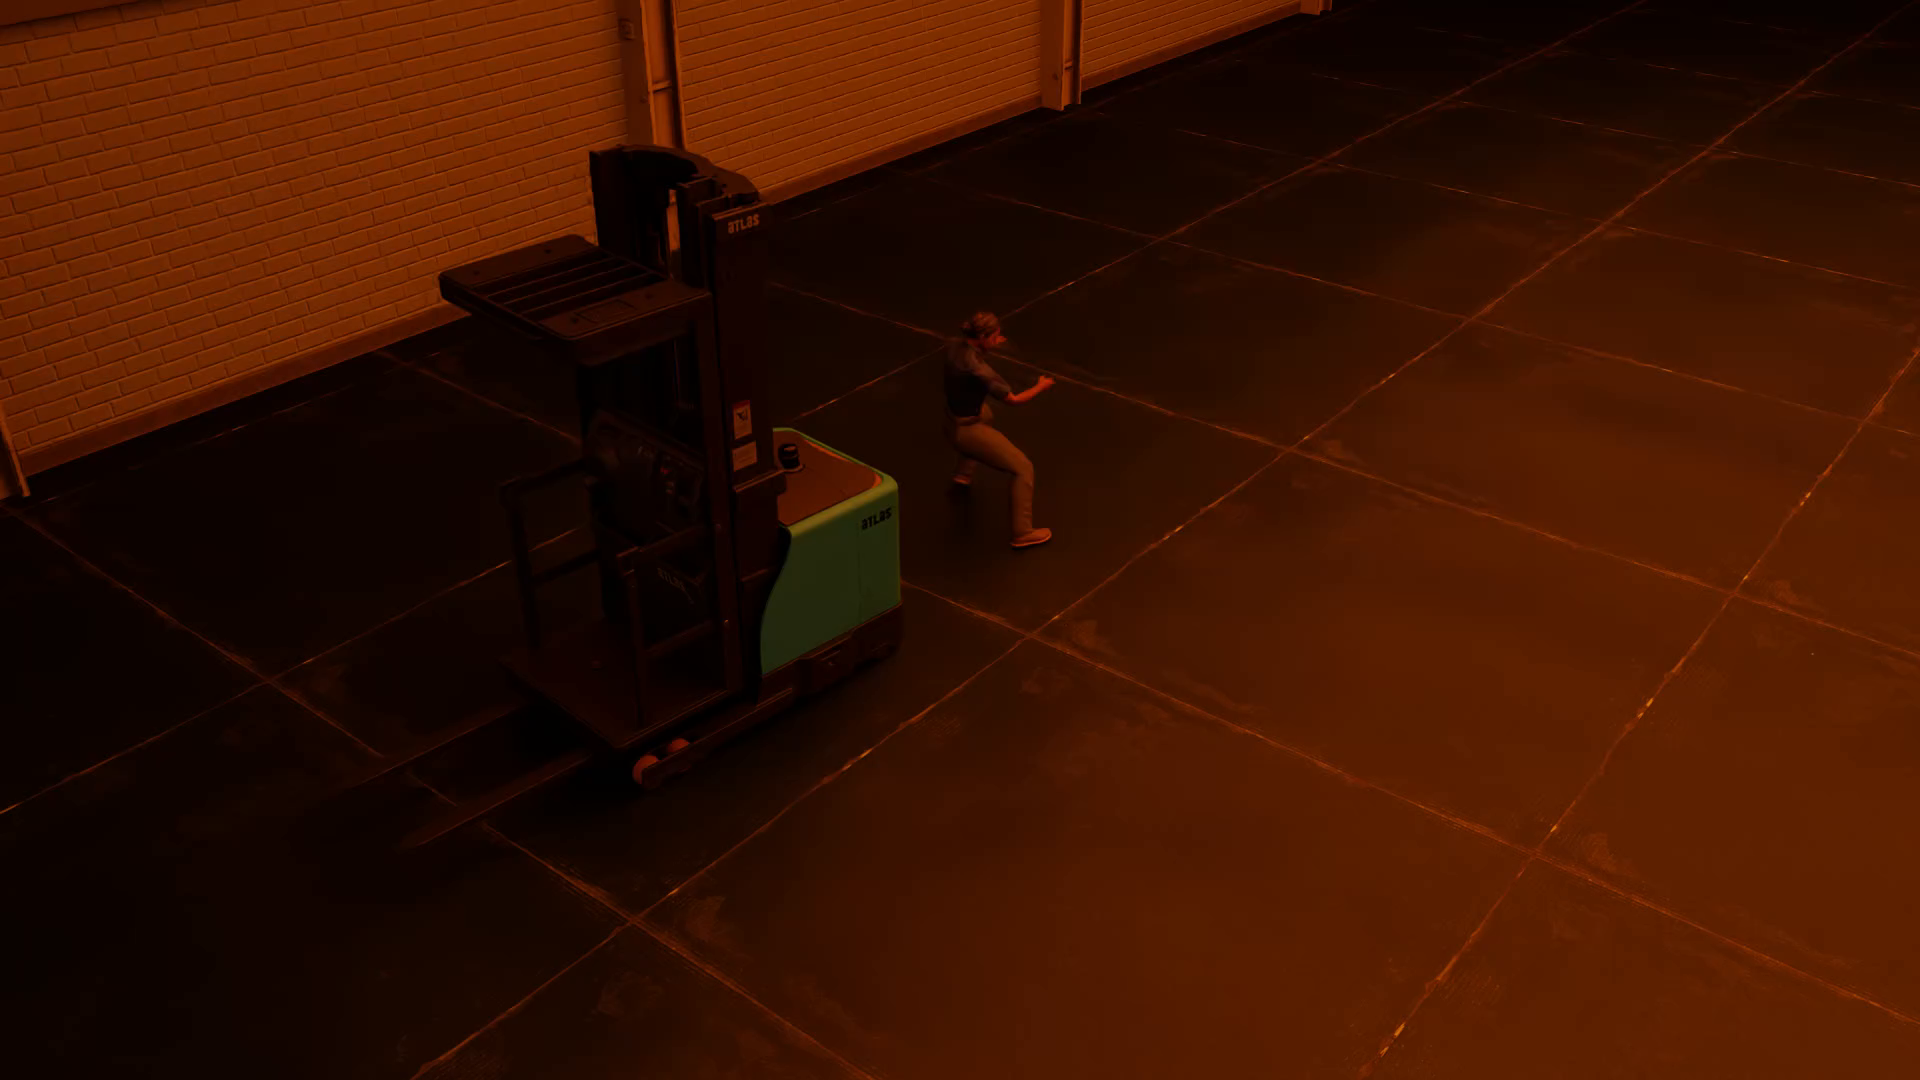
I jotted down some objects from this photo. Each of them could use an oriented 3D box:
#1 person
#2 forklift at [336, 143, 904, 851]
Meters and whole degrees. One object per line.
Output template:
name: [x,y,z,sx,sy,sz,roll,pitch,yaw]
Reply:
person: [0.225,-0.787,10.441,0.682,1.420,0.994,-10,32,-17]
forklift: [-1.713,-0.309,8.124,1.130,2.935,3.031,27,40,38]
